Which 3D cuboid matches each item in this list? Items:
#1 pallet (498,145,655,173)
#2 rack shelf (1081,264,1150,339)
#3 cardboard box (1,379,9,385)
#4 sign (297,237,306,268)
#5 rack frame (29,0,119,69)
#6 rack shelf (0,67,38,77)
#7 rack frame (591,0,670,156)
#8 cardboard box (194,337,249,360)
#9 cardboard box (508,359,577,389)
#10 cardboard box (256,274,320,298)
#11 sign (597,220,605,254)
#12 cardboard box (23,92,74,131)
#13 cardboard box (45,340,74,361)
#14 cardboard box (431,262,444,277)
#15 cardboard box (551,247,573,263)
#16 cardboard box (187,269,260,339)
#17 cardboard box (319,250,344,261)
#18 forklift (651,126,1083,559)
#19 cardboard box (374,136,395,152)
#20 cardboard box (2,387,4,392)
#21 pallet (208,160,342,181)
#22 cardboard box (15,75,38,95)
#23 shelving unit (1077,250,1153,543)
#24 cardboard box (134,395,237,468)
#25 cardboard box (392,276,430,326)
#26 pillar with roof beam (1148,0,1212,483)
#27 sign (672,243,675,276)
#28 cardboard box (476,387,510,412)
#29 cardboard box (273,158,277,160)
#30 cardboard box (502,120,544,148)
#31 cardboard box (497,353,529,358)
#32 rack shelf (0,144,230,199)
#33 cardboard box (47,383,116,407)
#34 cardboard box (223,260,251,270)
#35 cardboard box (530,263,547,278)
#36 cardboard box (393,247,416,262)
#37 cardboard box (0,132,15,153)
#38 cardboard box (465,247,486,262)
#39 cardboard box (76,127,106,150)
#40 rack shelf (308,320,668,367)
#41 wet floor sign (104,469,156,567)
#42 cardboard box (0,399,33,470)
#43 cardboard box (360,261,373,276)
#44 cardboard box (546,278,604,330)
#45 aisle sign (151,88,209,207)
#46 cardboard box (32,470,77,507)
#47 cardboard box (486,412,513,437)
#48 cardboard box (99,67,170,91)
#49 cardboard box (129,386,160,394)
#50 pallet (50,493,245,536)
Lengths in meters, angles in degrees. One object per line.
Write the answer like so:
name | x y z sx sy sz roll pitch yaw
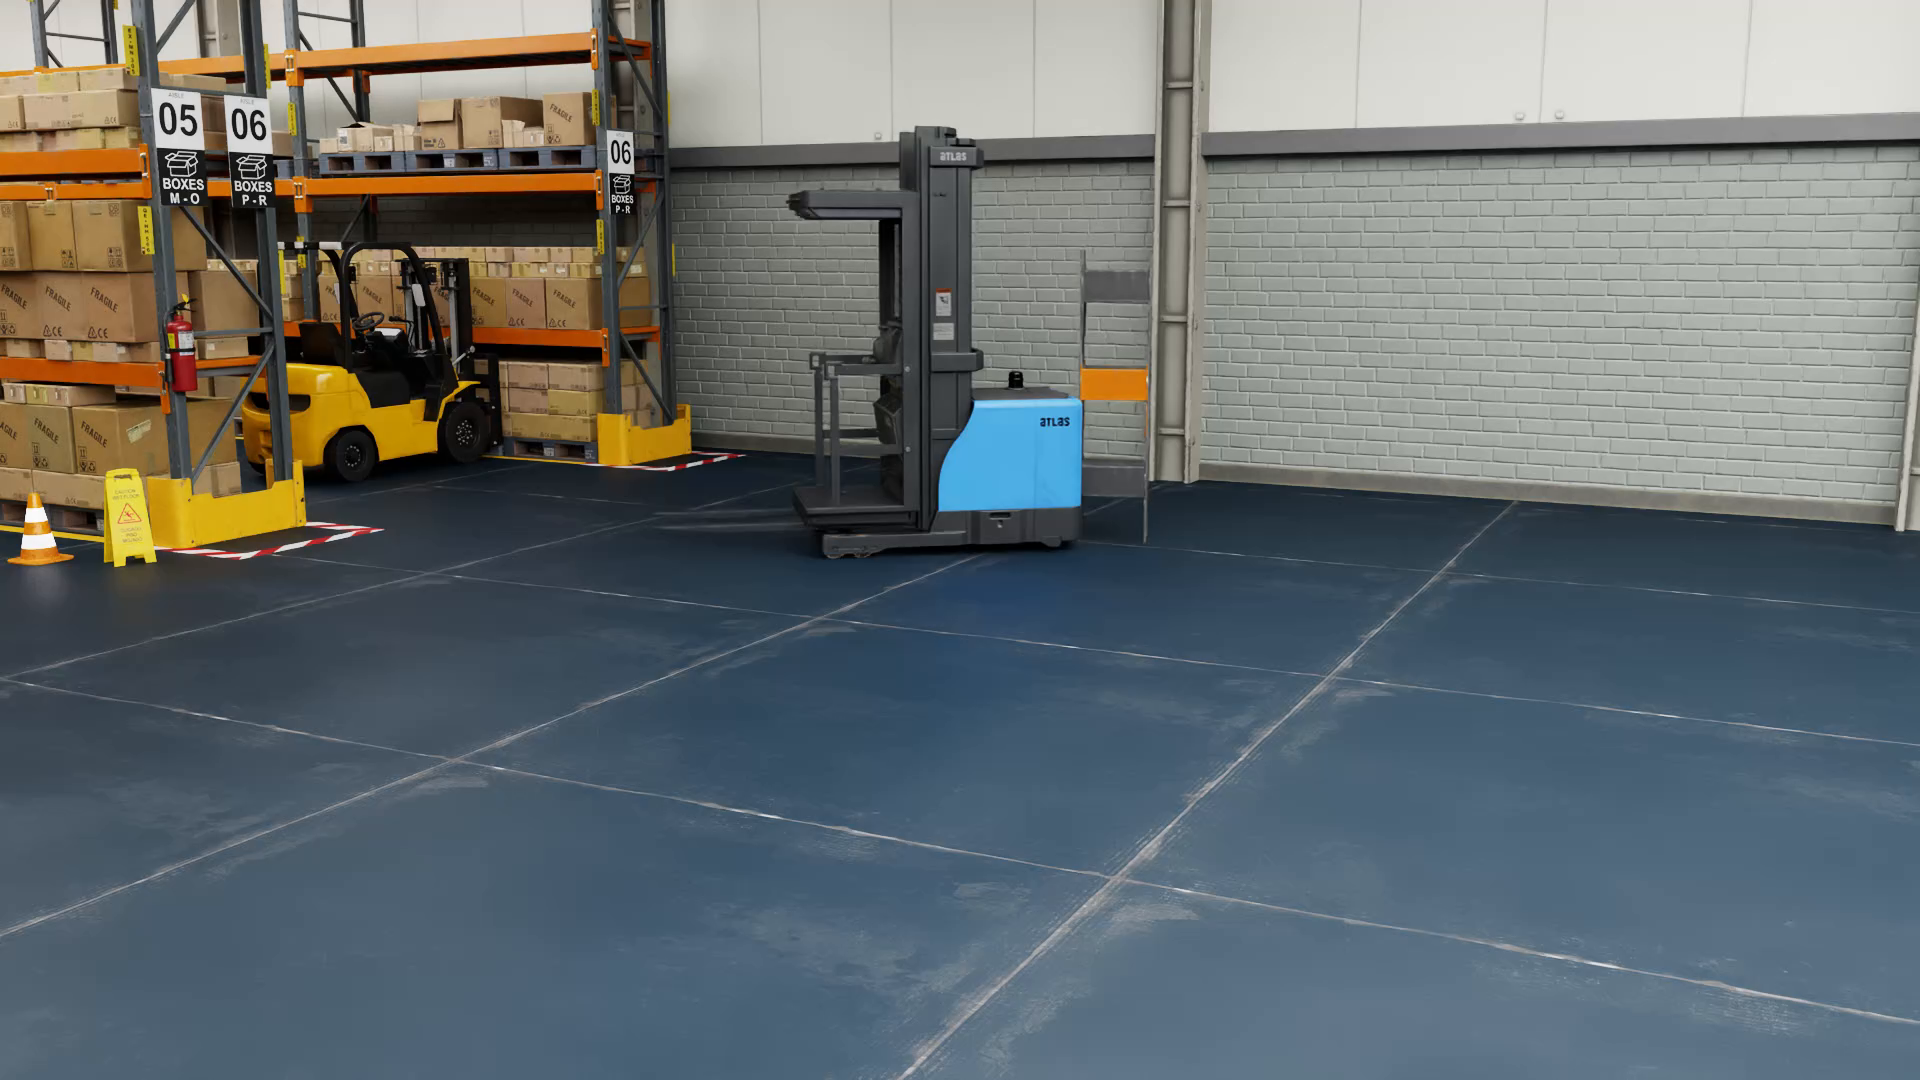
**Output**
pallet | -3.811 -3.795 16.604 1.213 0.211 1.003 5 11 26
rack shelf | 1.130 -1.725 12.009 0.480 0.518 0.431 1 10 8
cardboard box | -11.752 -1.991 20.648 0.500 0.500 0.500 6 12 28
sign | -7.007 -3.062 17.695 0.005 0.325 0.100 5 11 26
rack frame | -10.363 -5.885 19.481 0.127 3.000 1.000 5 11 26
rack shelf | -12.157 -5.492 20.451 4.000 0.370 1.077 5 11 26
rack frame | -3.189 -5.255 15.998 0.127 3.000 1.000 5 11 26
cardboard box | -5.595 -1.446 12.503 0.250 0.149 0.380 5 11 26
cardboard box | -4.200 -1.674 16.793 0.500 0.250 0.500 5 12 27
cardboard box | -7.329 -2.788 18.231 0.500 0.250 0.500 5 11 25
sign | -3.441 -2.904 15.935 0.005 0.325 0.100 5 11 26
cardboard box | -6.405 -3.098 12.087 0.500 0.250 0.500 5 11 25
cardboard box | -6.553 -1.423 12.375 0.250 0.149 0.380 5 12 27
cardboard box | -5.229 -2.794 17.145 0.250 0.149 0.380 5 11 25
cardboard box | -3.838 -2.827 16.489 0.250 0.149 0.380 5 11 26
cardboard box | -5.684 -1.787 12.566 0.500 0.500 0.500 5 11 25
cardboard box | -6.621 -3.060 17.780 0.250 0.149 0.380 5 12 27
forklift | -0.692 -1.411 11.798 3.031 2.935 1.130 -2 10 -11
cardboard box | -5.819 -4.082 17.185 0.250 0.149 0.380 5 12 28
cardboard box | -7.863 -1.004 13.792 0.500 0.500 0.500 5 12 27
pallet | -7.573 -4.067 18.396 1.217 0.209 0.805 5 11 24
cardboard box | -6.688 -3.326 12.231 0.250 0.149 0.380 5 11 26
shelving unit | 1.130 -1.049 12.131 0.503 2.100 0.431 1 10 8
cardboard box | -6.004 -0.842 12.896 0.500 0.500 0.500 5 11 24
cardboard box | -5.564 -2.513 17.410 0.500 0.500 0.500 5 11 25
pillar with roof beam | 0.061 -4.293 10.685 0.400 9.000 9.100 5 11 26
sign | -2.938 -2.856 16.935 0.005 0.325 0.100 5 11 26
cardboard box | -4.681 -1.470 17.065 0.500 0.250 0.500 5 11 25
cardboard box | -7.728 -4.325 18.529 0.250 0.149 0.380 5 11 26
cardboard box | -4.294 -4.005 16.434 0.258 0.266 0.396 5 11 26
cardboard box | -4.886 -1.838 17.698 0.500 0.250 0.500 5 11 25
rack shelf | -7.175 -2.790 12.818 4.000 0.370 1.077 5 11 26
cardboard box | -6.574 -1.091 12.452 0.250 0.149 0.380 5 12 27
cardboard box | -7.911 -3.023 18.407 0.250 0.149 0.380 5 11 24
cardboard box | -4.072 -2.700 16.621 0.250 0.149 0.380 5 12 27
cardboard box | -5.684 -2.983 17.351 0.250 0.149 0.380 5 11 25
cardboard box | -6.961 -2.951 12.396 0.250 0.149 0.380 5 11 24
cardboard box | -4.792 -2.897 16.876 0.250 0.149 0.380 5 12 27
cardboard box | -6.063 -2.860 11.893 0.250 0.149 0.380 5 11 26
rack shelf | -4.982 -2.107 17.467 4.000 0.370 1.077 5 11 26
wet floor sign | -5.685 -0.166 11.333 0.267 0.644 0.232 -10 14 -43
cardboard box | -7.135 -0.835 12.860 0.500 0.500 0.500 5 11 24
cardboard box | -6.128 -2.883 17.636 0.250 0.149 0.380 5 11 26
cardboard box | -3.746 -2.349 16.506 0.500 0.500 0.500 5 11 25
aisle sign | -5.454 -2.738 11.636 0.004 0.787 0.394 5 11 26
cardboard box | -6.687 -0.426 12.705 0.500 0.250 0.500 5 11 26
cardboard box | -4.636 -1.225 17.116 0.500 0.250 0.500 5 11 26
cardboard box | -5.816 -3.234 11.721 0.250 0.149 0.380 5 11 26
cardboard box | -9.220 -1.870 19.628 0.625 0.625 0.875 5 12 28
pallet | -6.163 -0.213 12.817 1.213 0.211 1.003 5 11 26
